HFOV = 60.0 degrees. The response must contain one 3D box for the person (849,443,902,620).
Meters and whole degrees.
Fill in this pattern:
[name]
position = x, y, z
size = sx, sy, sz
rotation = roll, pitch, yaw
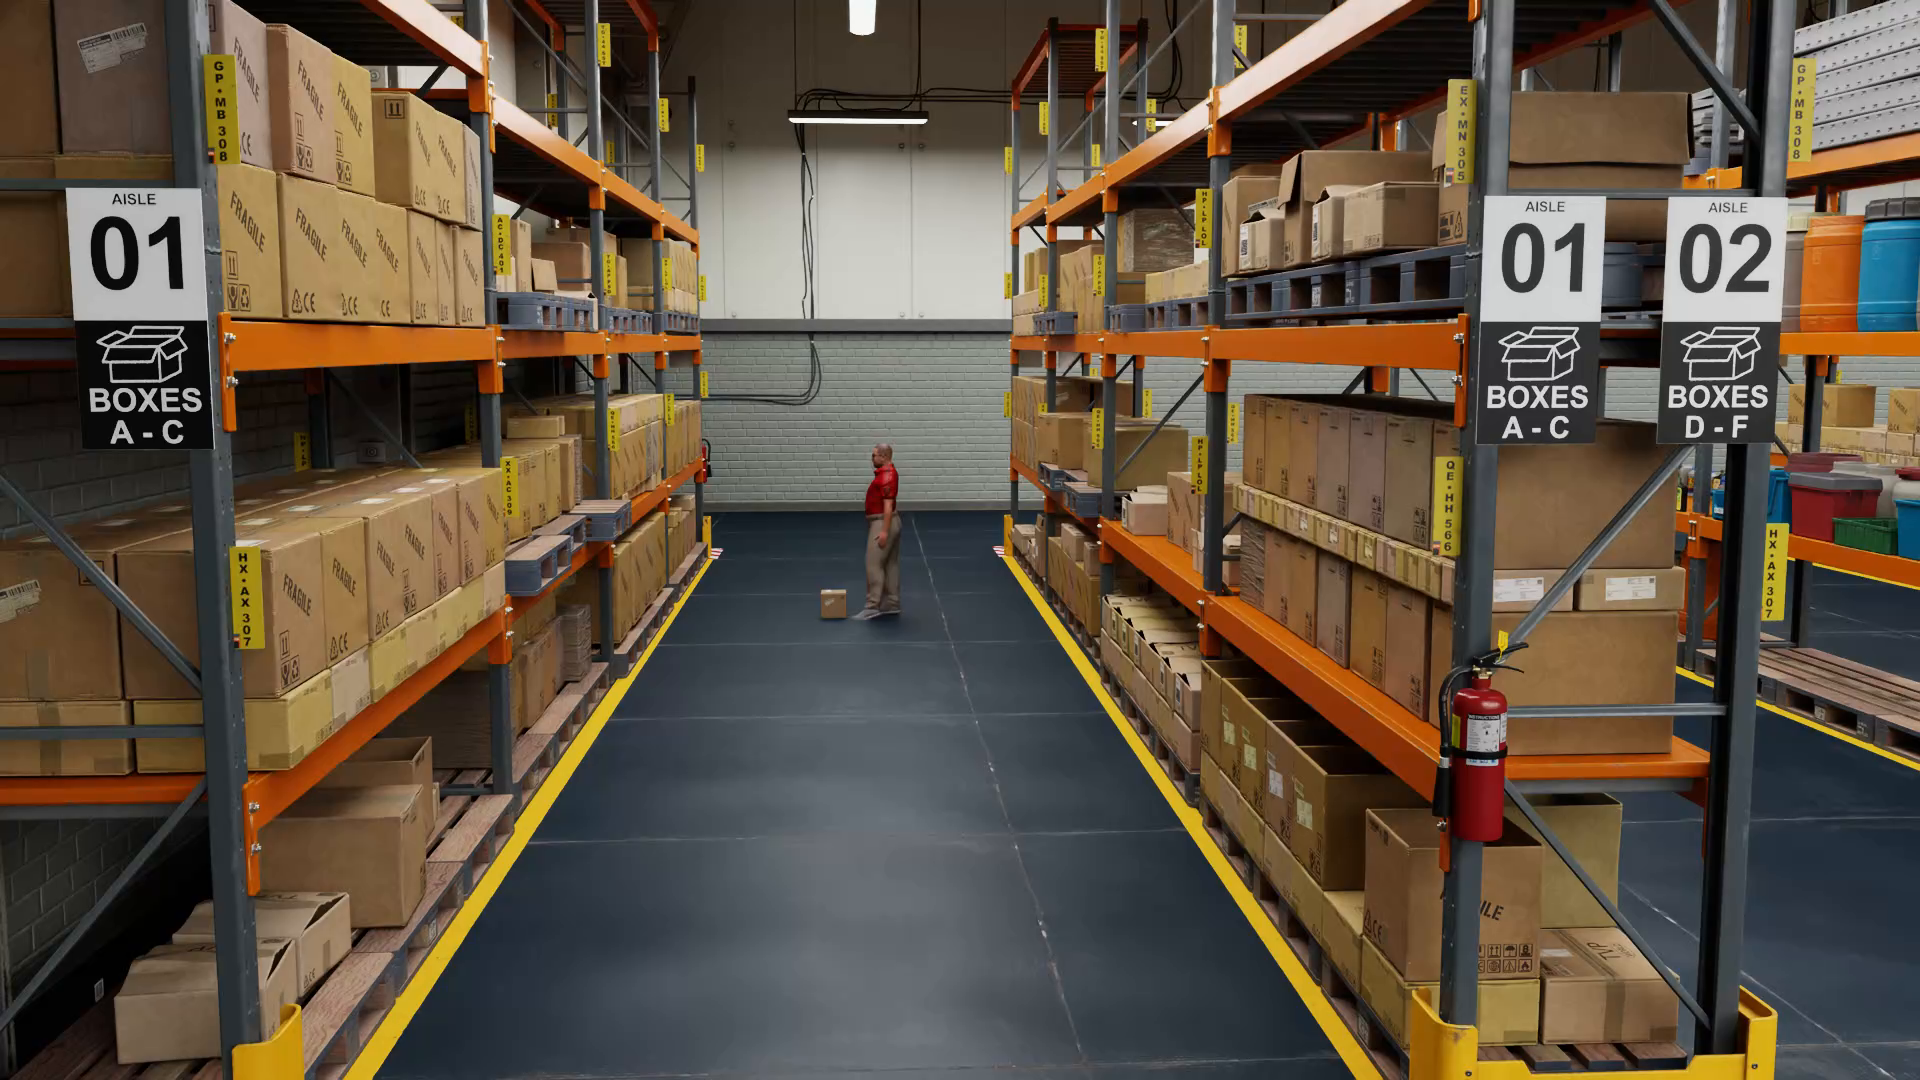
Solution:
[person]
position = -0.839, -0.089, 16.629
size = 0.493, 1.759, 0.579
rotation = 1, 7, 6
